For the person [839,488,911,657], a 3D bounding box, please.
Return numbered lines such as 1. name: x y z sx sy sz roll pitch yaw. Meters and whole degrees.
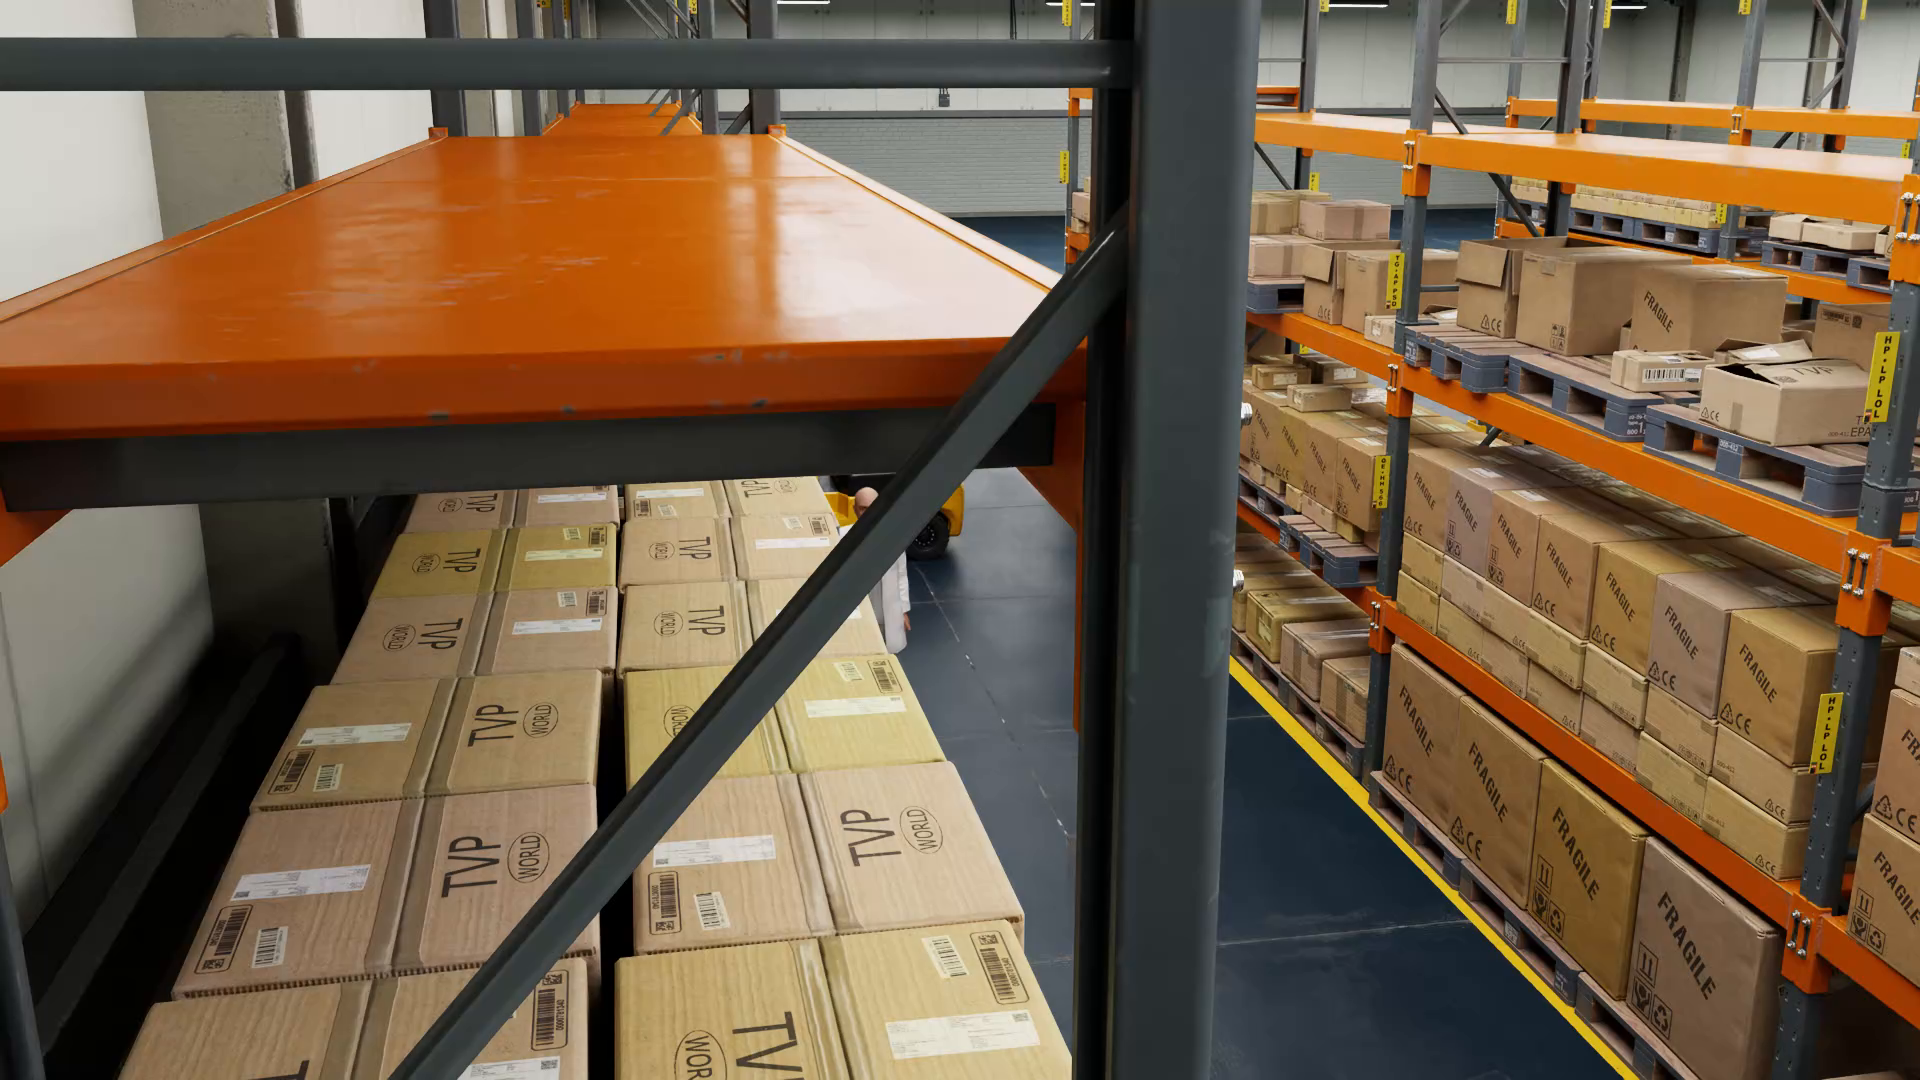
1. person: -0.600 0.530 11.212 0.565 1.783 0.377 -4 17 -14
